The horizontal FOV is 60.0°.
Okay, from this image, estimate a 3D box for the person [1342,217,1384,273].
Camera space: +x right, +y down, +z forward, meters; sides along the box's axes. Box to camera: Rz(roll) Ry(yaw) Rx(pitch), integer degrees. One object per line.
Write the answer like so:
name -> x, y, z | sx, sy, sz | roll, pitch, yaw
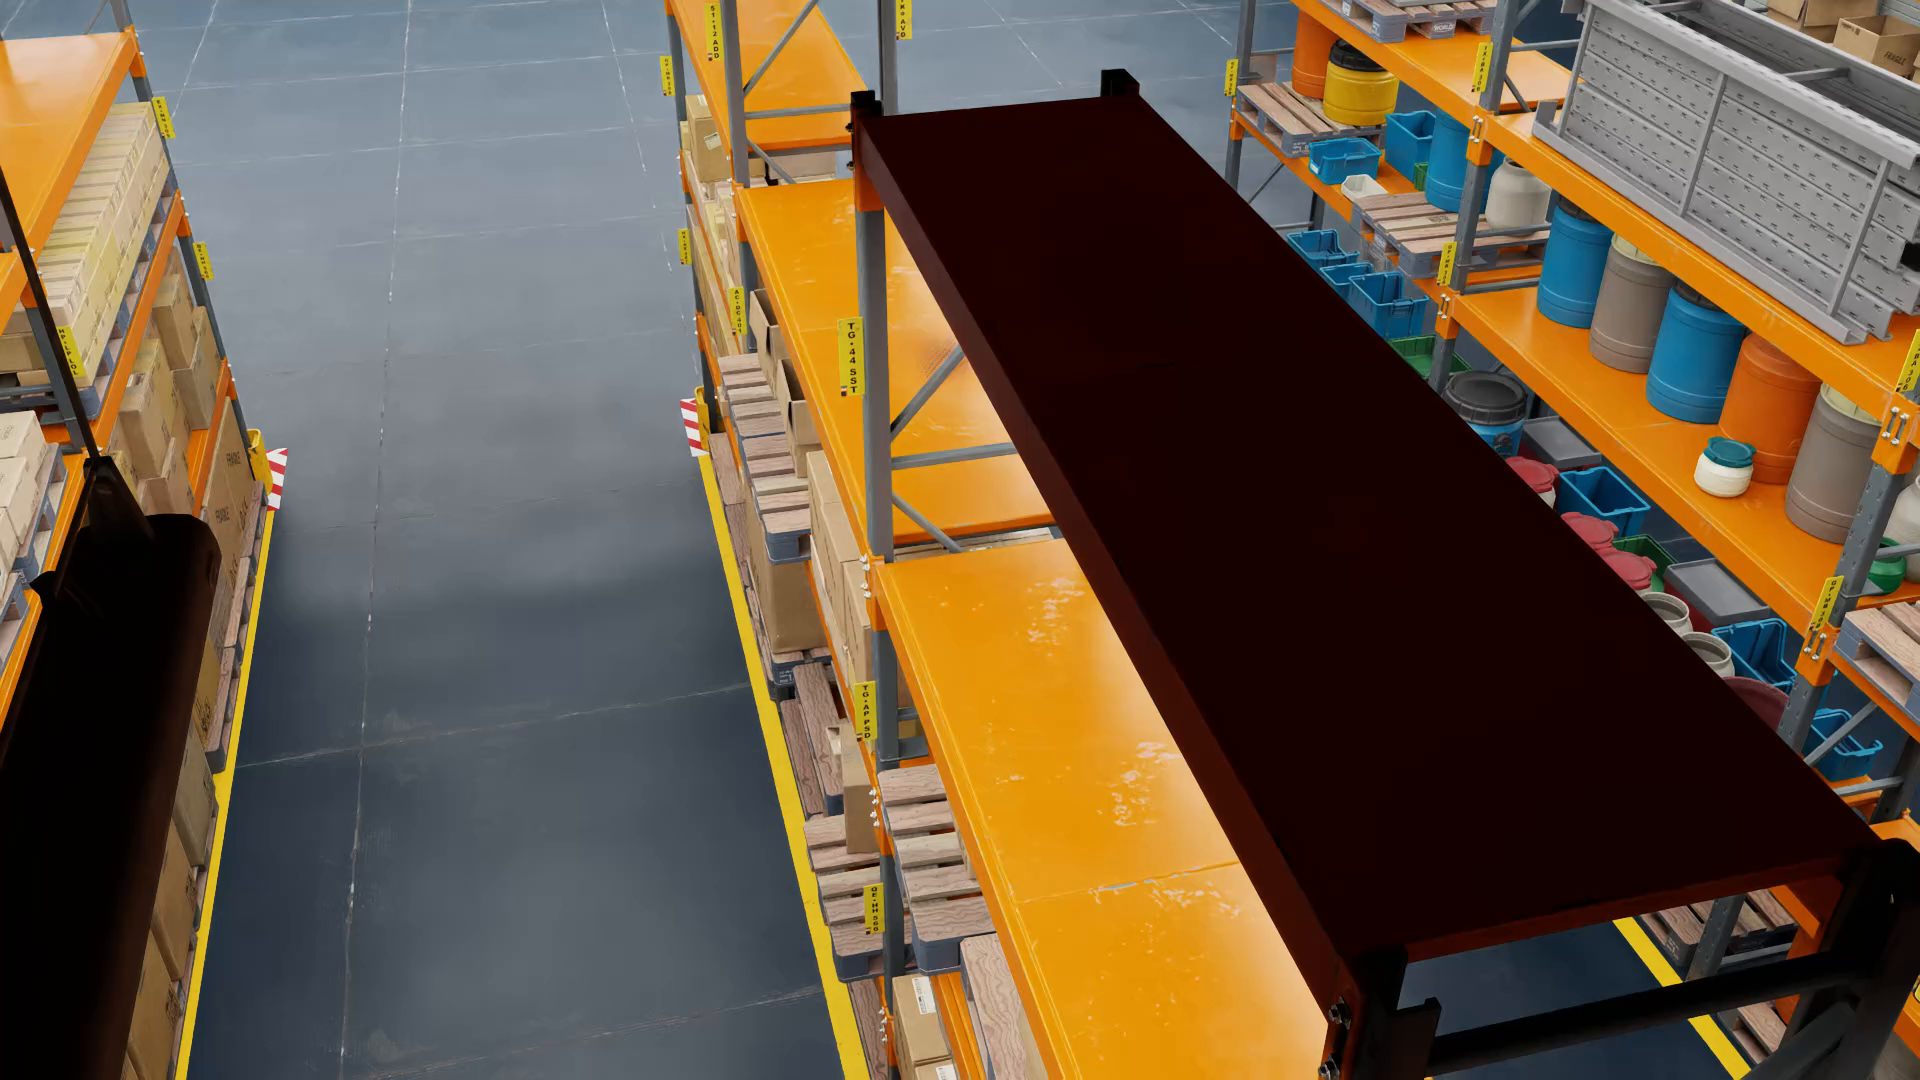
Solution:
person -> 4.382, -3.476, 17.729 | 0.503, 1.720, 0.553 | -11, 36, -15
